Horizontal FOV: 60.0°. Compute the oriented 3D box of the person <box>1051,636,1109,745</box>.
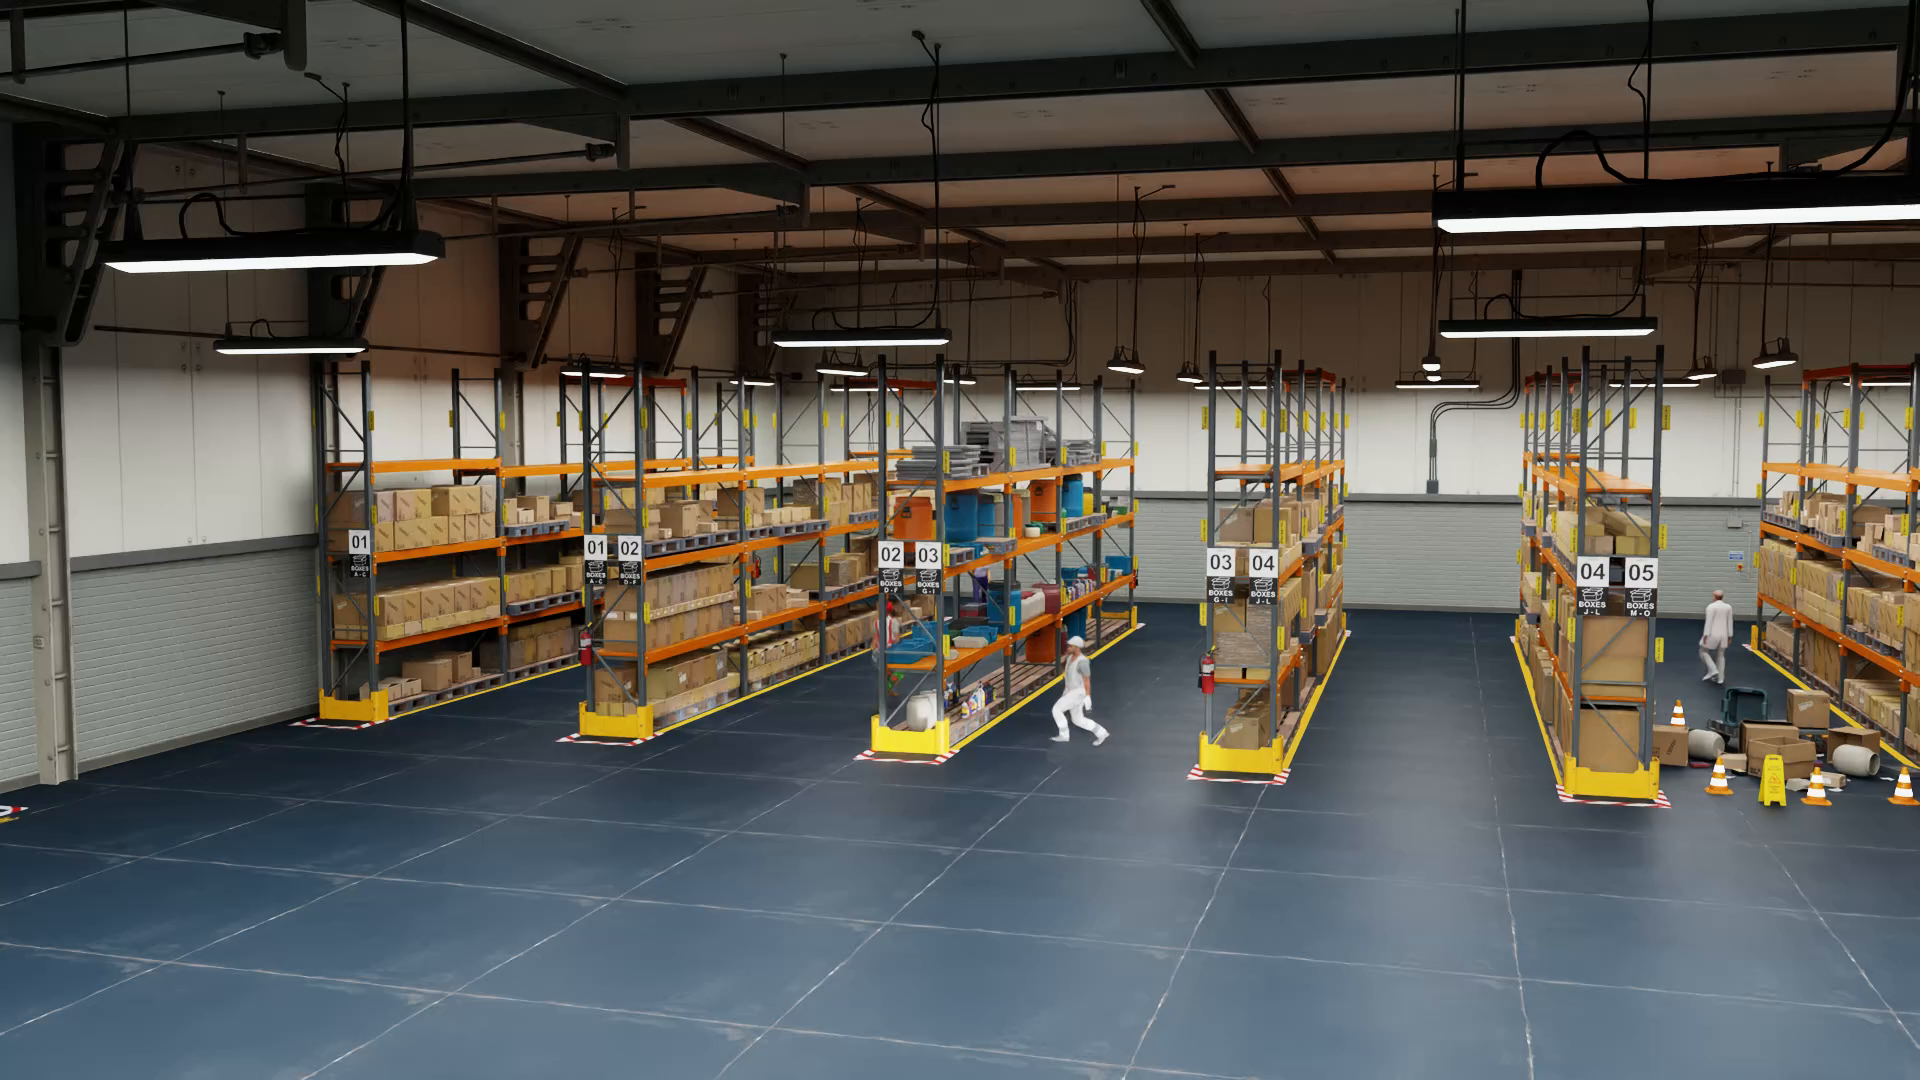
[{"bbox_3d":[1.769,2.235,24.585,0.970,1.656,0.584,-1,4,-18],"label":"person"}]

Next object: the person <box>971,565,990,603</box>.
[{"bbox_3d":[0.542,1.074,43.539,0.516,1.594,1.016,0,4,1],"label":"person"}]

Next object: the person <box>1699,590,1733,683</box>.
[{"bbox_3d":[14.482,1.839,31.787,0.638,1.779,0.531,-1,4,-10],"label":"person"}]

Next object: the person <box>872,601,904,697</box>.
[{"bbox_3d":[-1.256,1.886,29.027,0.586,1.623,0.663,2,5,29],"label":"person"}]
